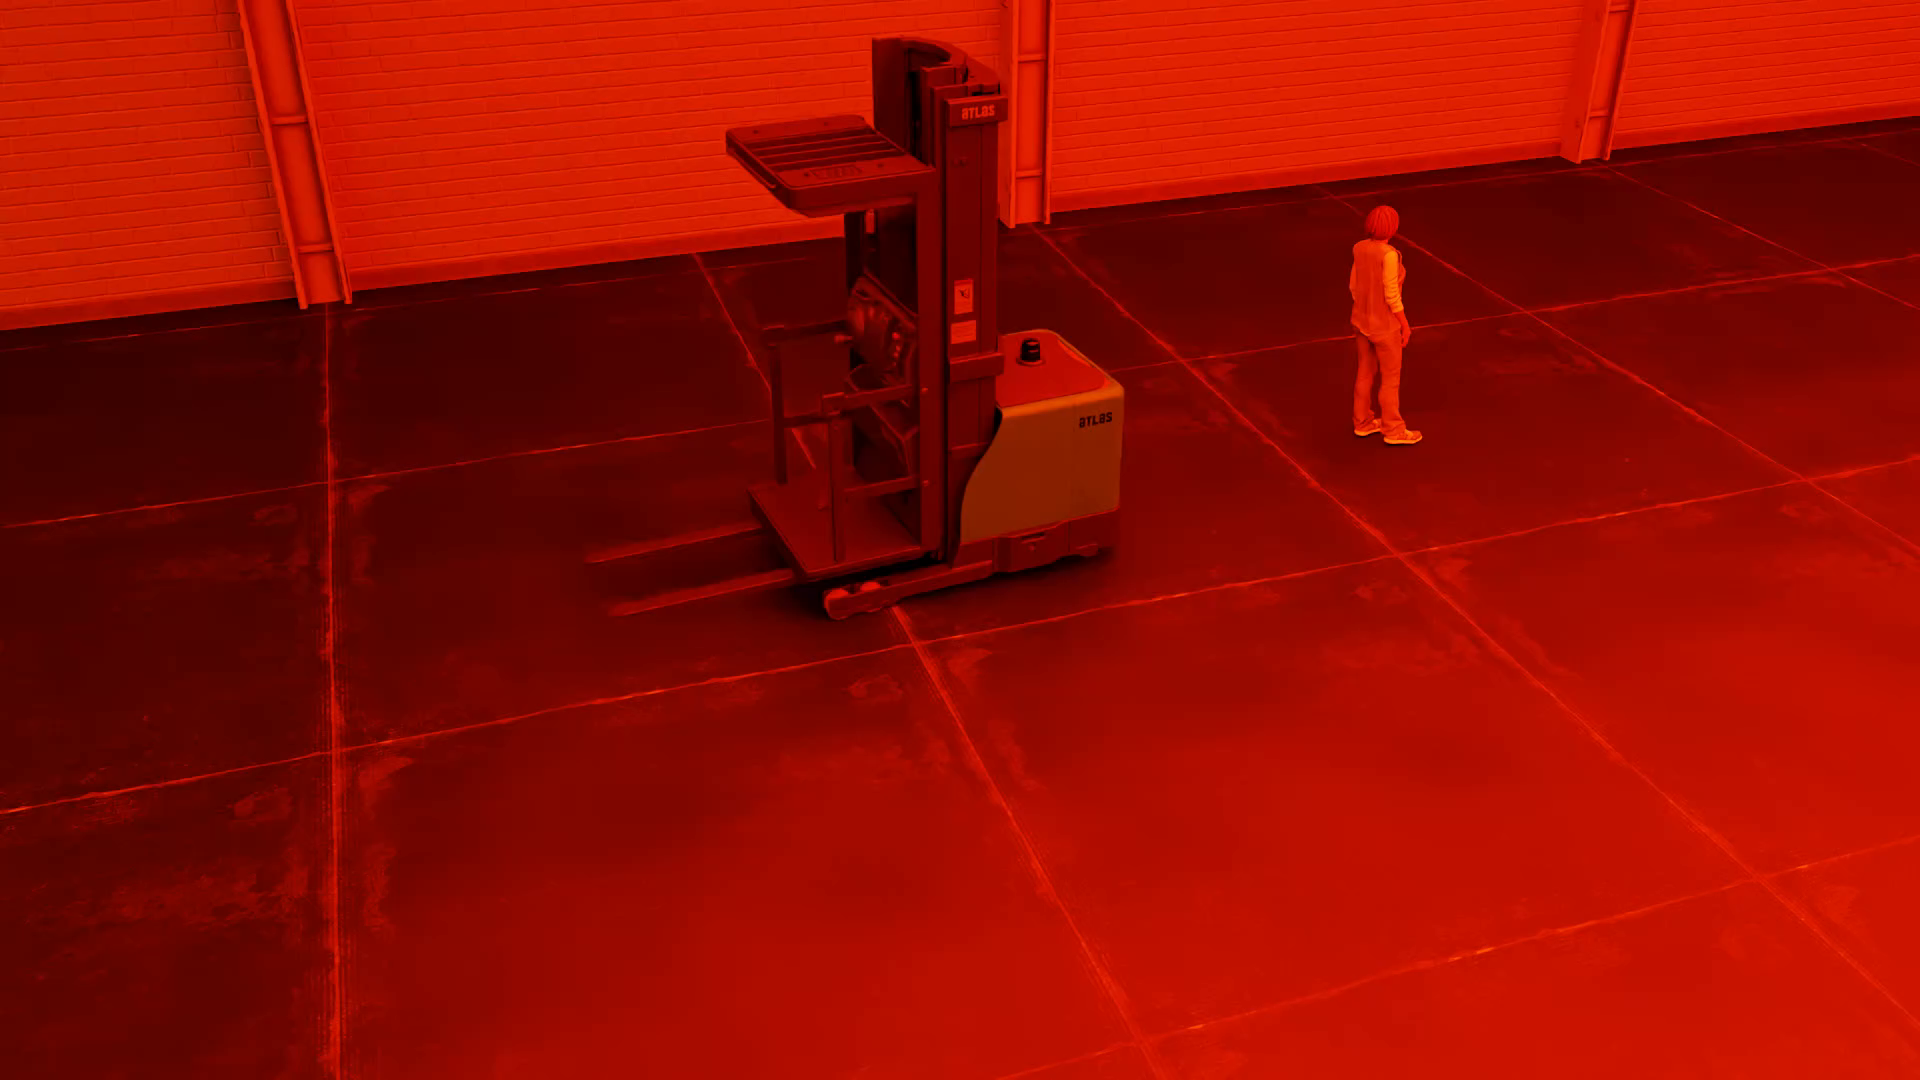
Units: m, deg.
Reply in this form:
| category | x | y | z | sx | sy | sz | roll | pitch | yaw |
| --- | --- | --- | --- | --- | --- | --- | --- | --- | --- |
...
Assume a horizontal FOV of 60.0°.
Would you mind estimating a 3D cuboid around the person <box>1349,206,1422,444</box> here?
| category | x | y | z | sx | sy | sz | roll | pitch | yaw |
| --- | --- | --- | --- | --- | --- | --- | --- | --- | --- |
| person | 2.791 | -1.415 | 10.871 | 0.475 | 1.597 | 0.520 | -14 | 33 | -22 |

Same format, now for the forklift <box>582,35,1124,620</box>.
| category | x | y | z | sx | sy | sz | roll | pitch | yaw |
| --- | --- | --- | --- | --- | --- | --- | --- | --- | --- |
| forklift | -0.617 | -1.126 | 9.044 | 3.031 | 2.935 | 1.130 | -12 | 32 | -21 |
